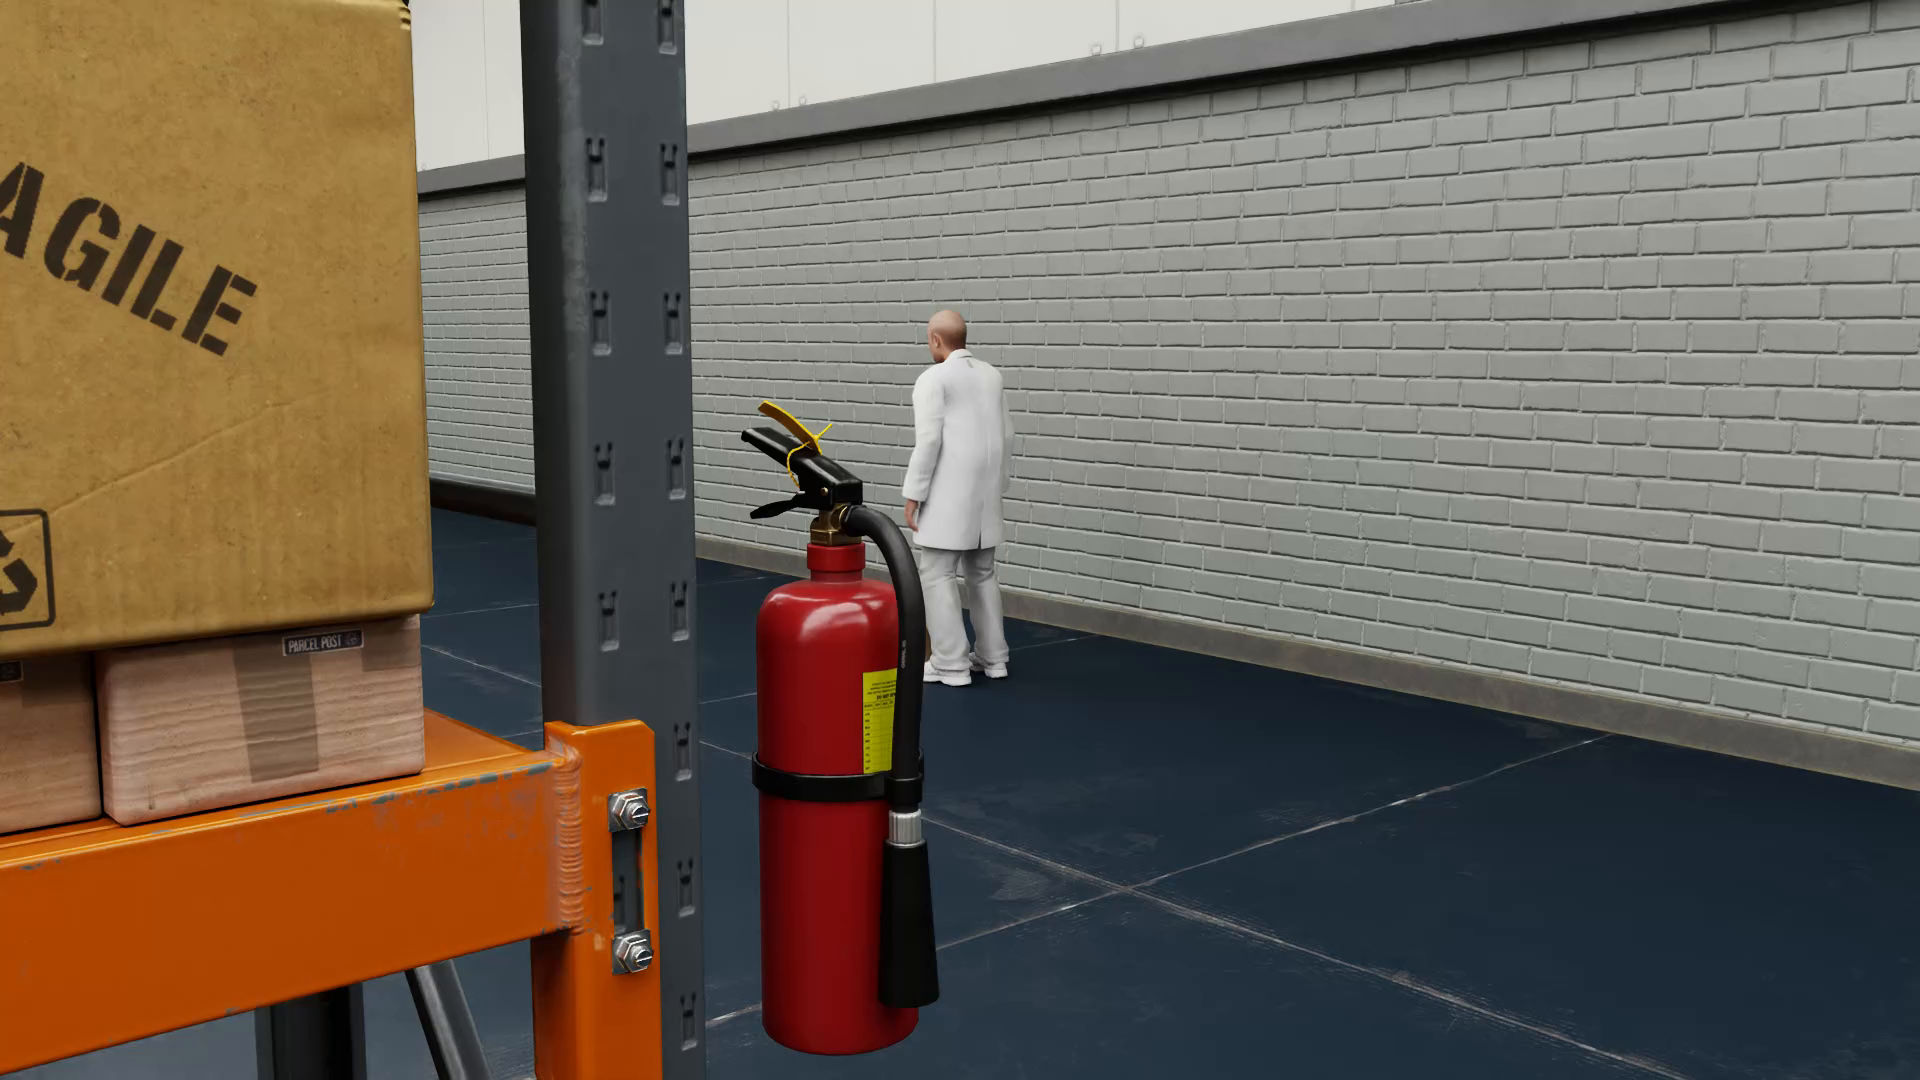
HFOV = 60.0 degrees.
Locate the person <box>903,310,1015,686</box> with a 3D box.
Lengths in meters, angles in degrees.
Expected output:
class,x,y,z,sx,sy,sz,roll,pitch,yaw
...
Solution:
class,x,y,z,sx,sy,sz,roll,pitch,yaw
person,-0.007,-0.206,7.951,0.655,1.774,0.415,-7,10,-42
